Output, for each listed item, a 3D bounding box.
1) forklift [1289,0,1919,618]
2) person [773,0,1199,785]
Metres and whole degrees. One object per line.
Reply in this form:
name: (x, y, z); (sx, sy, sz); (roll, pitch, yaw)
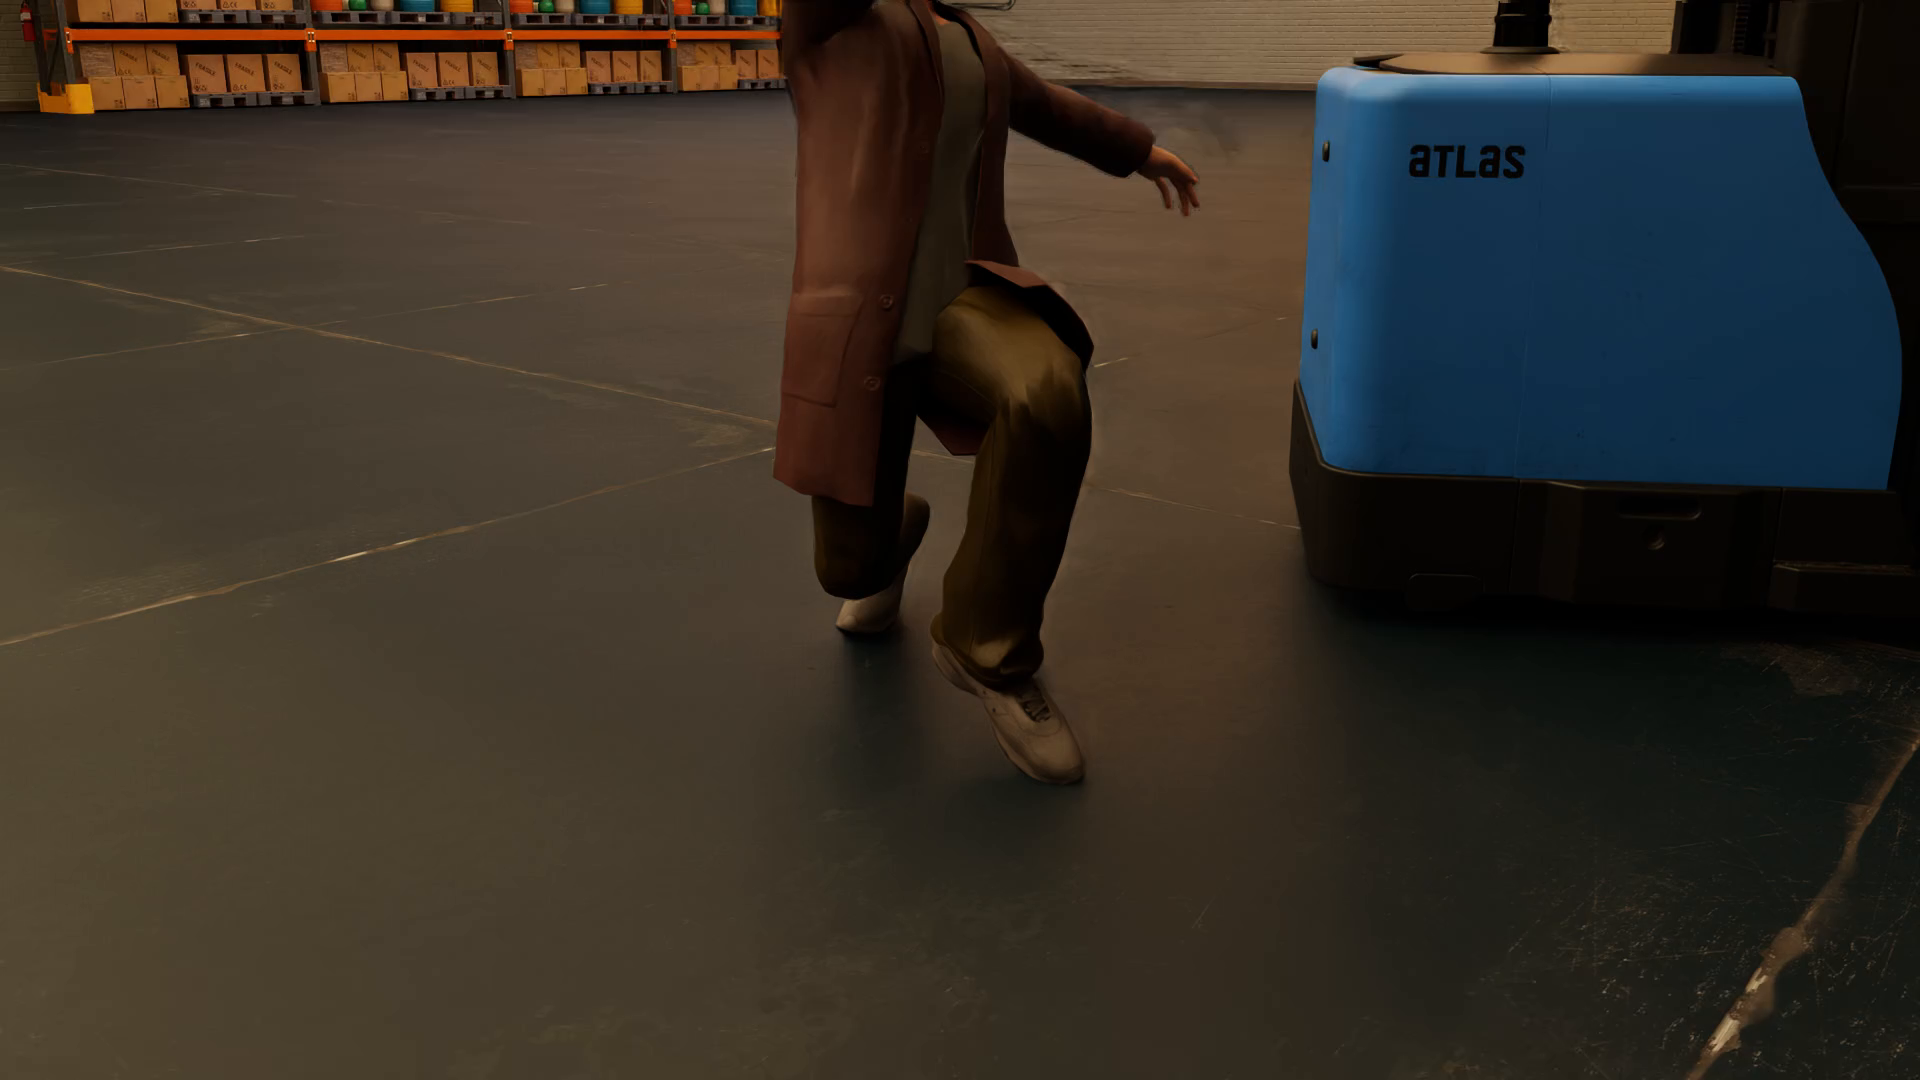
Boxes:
forklift: (2.290, -1.328, 3.272); (3.031, 2.935, 1.130); (2, 17, 7)
person: (0.166, -0.450, 2.976); (1.044, 1.441, 1.030); (-7, 18, -23)
